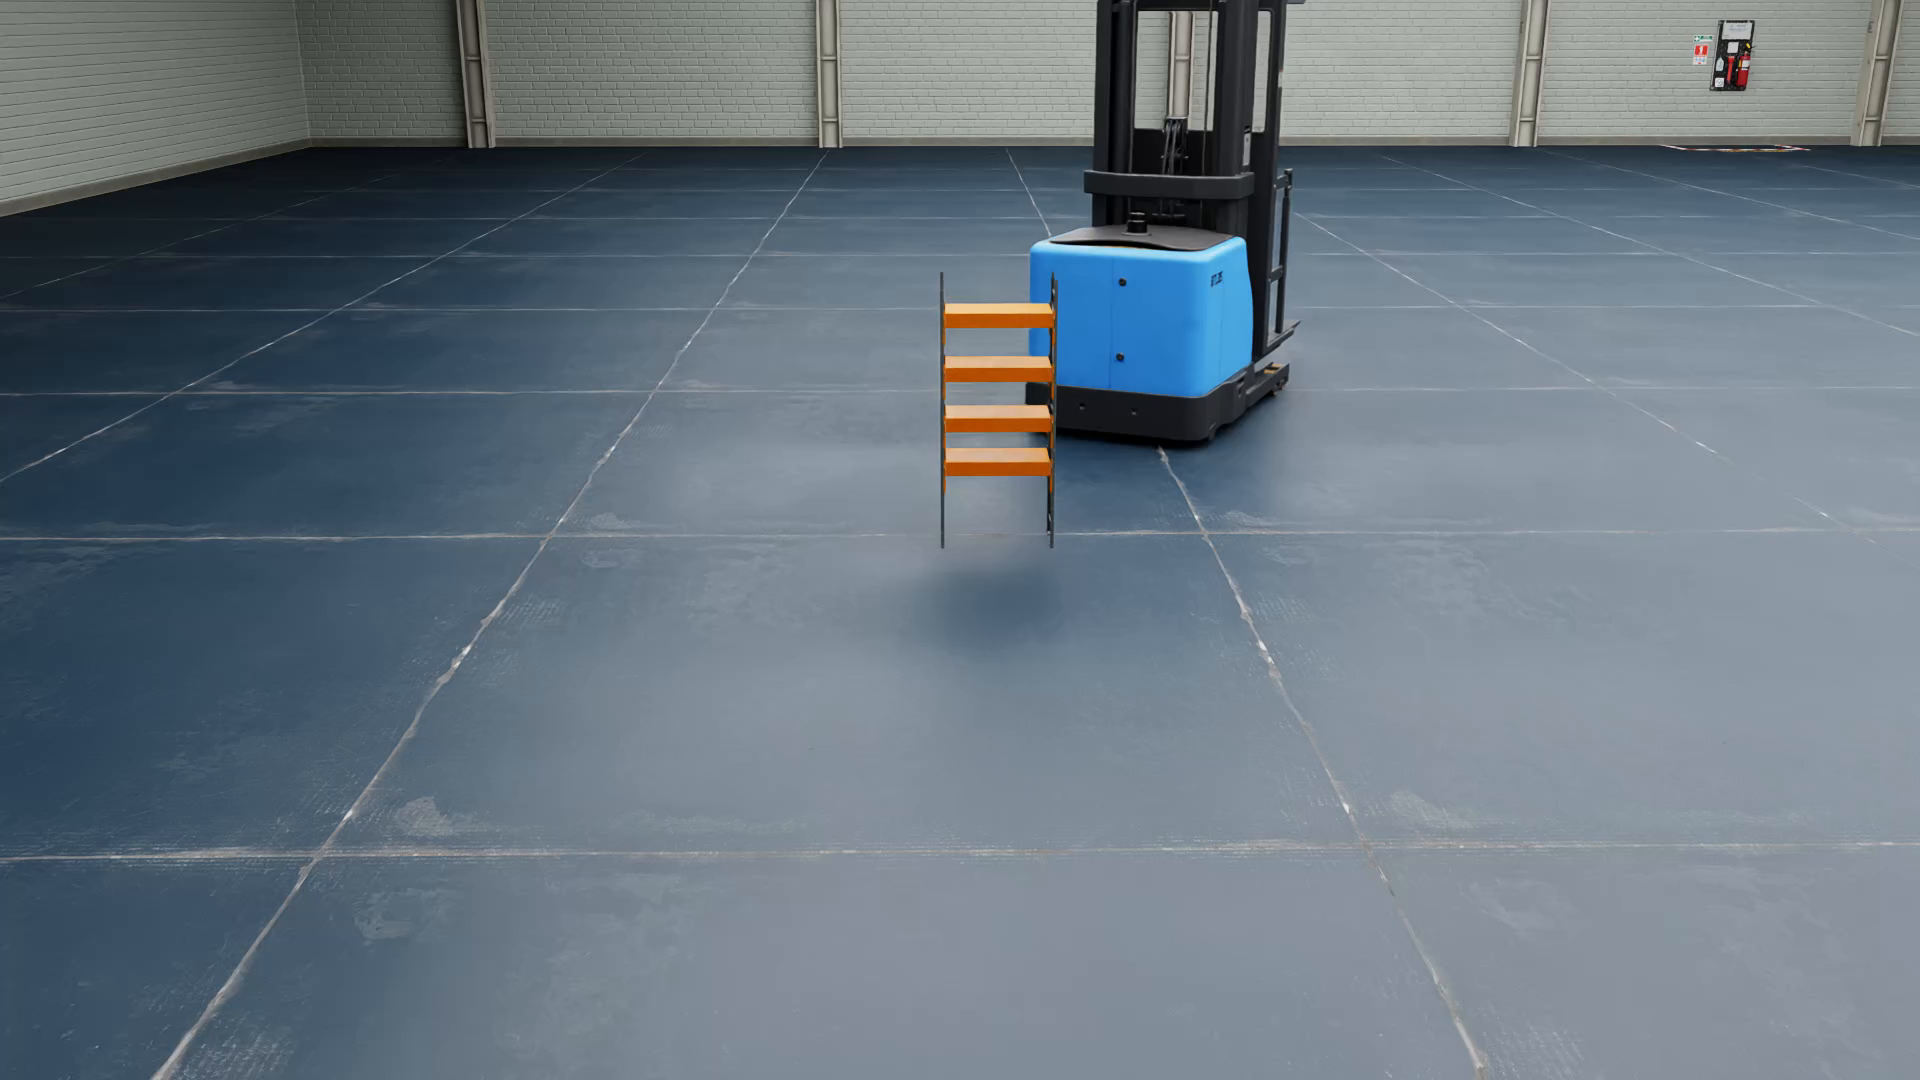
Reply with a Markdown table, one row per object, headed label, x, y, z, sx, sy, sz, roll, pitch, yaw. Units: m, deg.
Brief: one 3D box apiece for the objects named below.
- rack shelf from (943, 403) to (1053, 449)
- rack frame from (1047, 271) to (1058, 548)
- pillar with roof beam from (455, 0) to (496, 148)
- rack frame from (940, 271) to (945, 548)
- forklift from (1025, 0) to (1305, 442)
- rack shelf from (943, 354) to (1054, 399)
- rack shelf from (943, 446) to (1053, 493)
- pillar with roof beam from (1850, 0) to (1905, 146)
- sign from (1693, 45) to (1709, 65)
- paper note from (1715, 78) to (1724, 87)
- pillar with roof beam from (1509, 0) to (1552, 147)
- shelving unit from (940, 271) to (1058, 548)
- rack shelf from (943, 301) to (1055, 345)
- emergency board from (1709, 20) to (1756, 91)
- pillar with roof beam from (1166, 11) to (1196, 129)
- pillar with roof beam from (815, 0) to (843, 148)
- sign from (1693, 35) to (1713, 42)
| label | x | y | z | sx | sy | sz | roll | pitch | yaw |
| --- | --- | --- | --- | --- | --- | --- | --- | --- | --- |
| rack shelf | 0.166 | -0.508 | 7.387 | 0.480 | 0.148 | 0.258 | 0 | 18 | -1 |
| rack frame | 0.409 | -0.573 | 7.370 | 0.015 | 1.200 | 0.240 | 0 | 18 | -1 |
| pillar with roof beam | -8.156 | -9.733 | 23.157 | 0.400 | 9.000 | 9.100 | 0 | 18 | -1 |
| rack frame | -0.078 | -0.571 | 7.363 | 0.015 | 1.200 | 0.240 | 0 | 18 | -1 |
| forklift | 1.437 | -2.339 | 10.040 | 1.130 | 2.935 | 3.031 | 8 | 19 | 23 |
| rack shelf | 0.166 | -0.721 | 7.319 | 0.480 | 0.148 | 0.258 | 0 | 18 | -1 |
| rack shelf | 0.166 | -0.319 | 7.448 | 0.480 | 0.148 | 0.258 | 0 | 18 | -1 |
| pillar with roof beam | 15.841 | -9.849 | 23.517 | 0.400 | 9.000 | 9.100 | 0 | 18 | -1 |
| sign | 12.747 | -8.353 | 28.616 | 0.234 | 0.329 | 0.001 | 0 | 18 | -1 |
| paper note | 13.123 | -7.907 | 28.729 | 0.142 | 0.148 | 0.016 | 0 | 18 | -1 |
| pillar with roof beam | 9.842 | -9.820 | 23.427 | 0.400 | 9.000 | 9.100 | 0 | 18 | -1 |
| shelving unit | 0.166 | -0.572 | 7.367 | 0.503 | 1.200 | 0.258 | 0 | 18 | -1 |
| rack shelf | 0.166 | -0.946 | 7.247 | 0.480 | 0.148 | 0.258 | 0 | 18 | -1 |
| emergency board | 13.302 | -8.307 | 28.532 | 0.643 | 1.169 | 0.194 | 0 | 18 | -1 |
| pillar with roof beam | 3.842 | -9.791 | 23.337 | 0.400 | 9.000 | 9.100 | 0 | 18 | -1 |
| pillar with roof beam | -2.157 | -9.762 | 23.247 | 0.400 | 9.000 | 9.100 | 0 | 18 | -1 |
| sign | 12.752 | -8.602 | 28.527 | 0.331 | 0.109 | 0.001 | 0 | 18 | -1 |
